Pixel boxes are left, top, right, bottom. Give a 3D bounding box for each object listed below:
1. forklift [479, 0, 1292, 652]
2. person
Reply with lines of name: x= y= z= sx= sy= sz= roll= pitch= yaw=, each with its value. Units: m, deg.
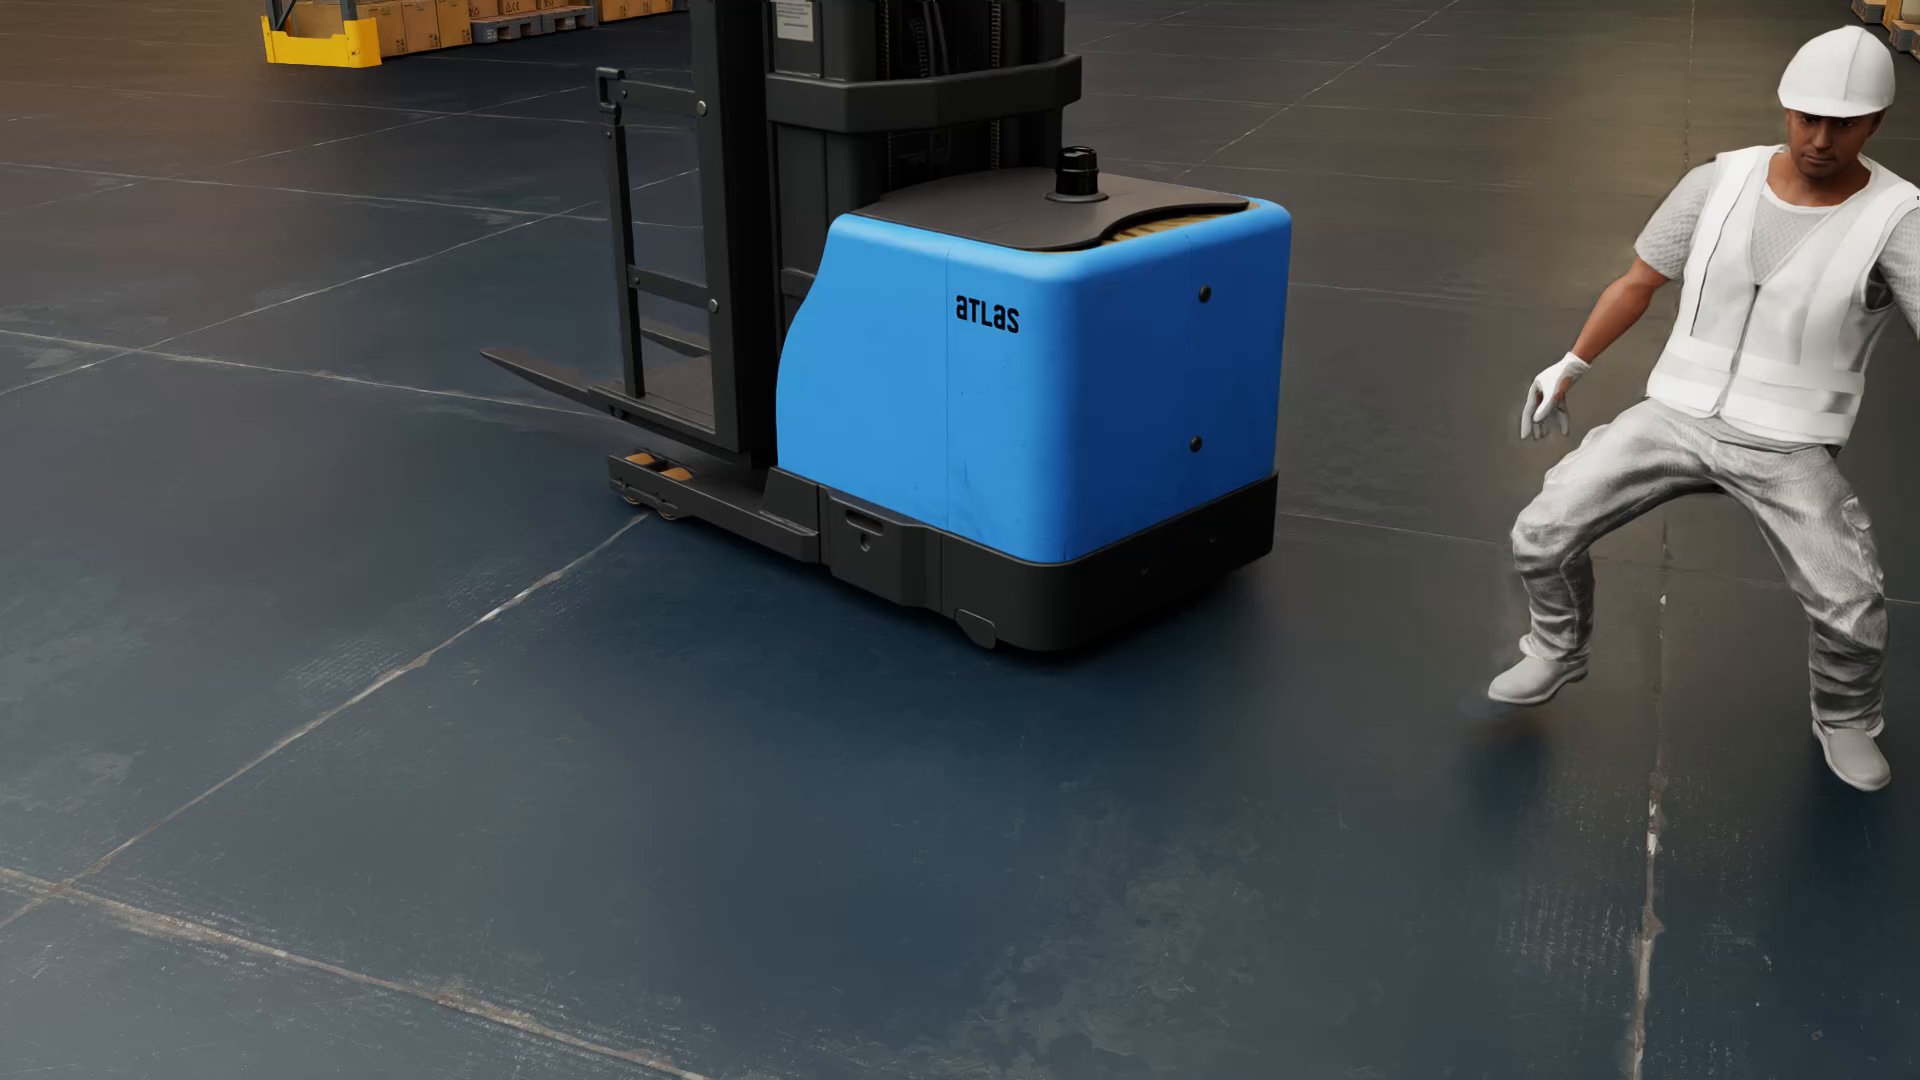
forklift: x=-0.487 y=-1.538 z=4.972 sx=3.031 sy=2.935 sz=1.130 roll=21 pitch=30 yaw=40
person: x=1.737 y=-0.259 z=3.609 sx=1.014 sy=1.645 sz=0.660 roll=20 pitch=30 yaw=40
